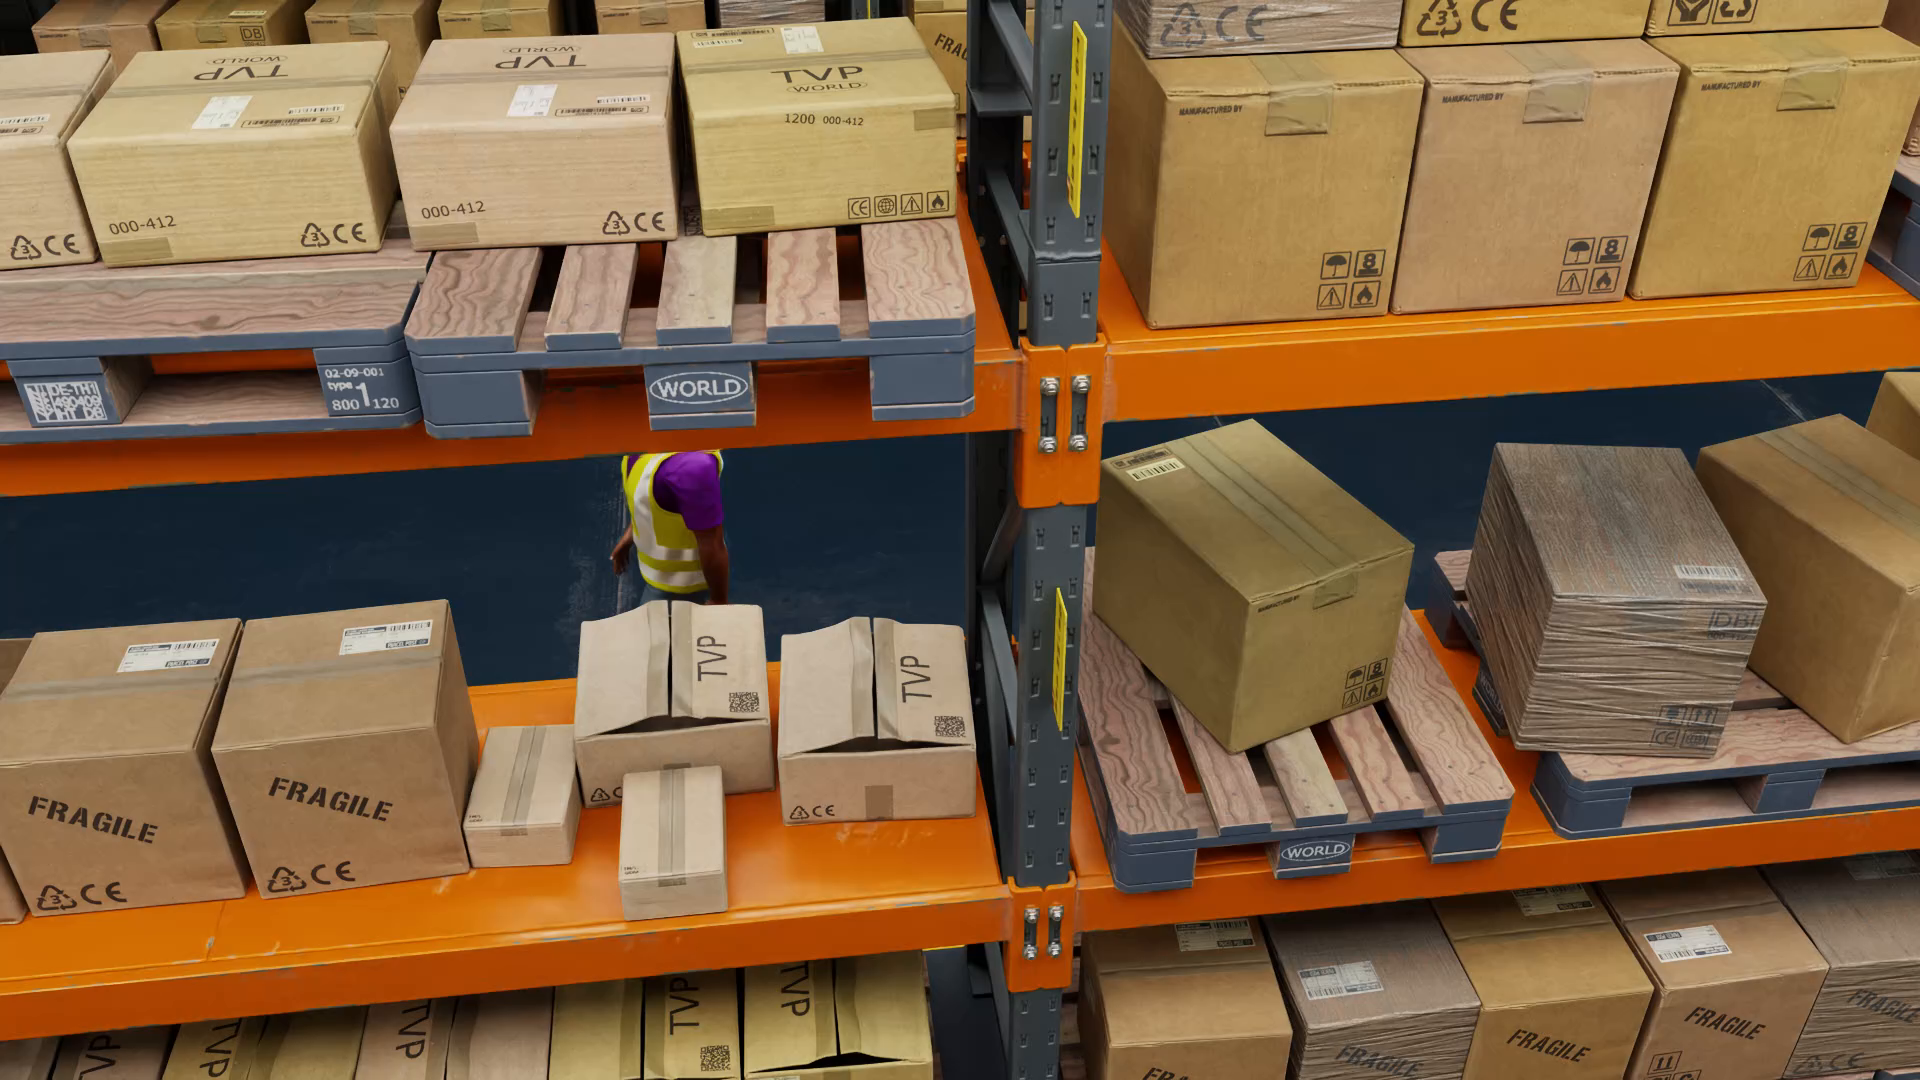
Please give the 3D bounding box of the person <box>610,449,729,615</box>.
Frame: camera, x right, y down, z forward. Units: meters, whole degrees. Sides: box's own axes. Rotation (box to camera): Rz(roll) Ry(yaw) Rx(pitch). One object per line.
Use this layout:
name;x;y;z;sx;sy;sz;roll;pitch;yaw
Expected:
person;-1.116;0.095;5.970;0.793;1.753;0.624;-7;35;-11
